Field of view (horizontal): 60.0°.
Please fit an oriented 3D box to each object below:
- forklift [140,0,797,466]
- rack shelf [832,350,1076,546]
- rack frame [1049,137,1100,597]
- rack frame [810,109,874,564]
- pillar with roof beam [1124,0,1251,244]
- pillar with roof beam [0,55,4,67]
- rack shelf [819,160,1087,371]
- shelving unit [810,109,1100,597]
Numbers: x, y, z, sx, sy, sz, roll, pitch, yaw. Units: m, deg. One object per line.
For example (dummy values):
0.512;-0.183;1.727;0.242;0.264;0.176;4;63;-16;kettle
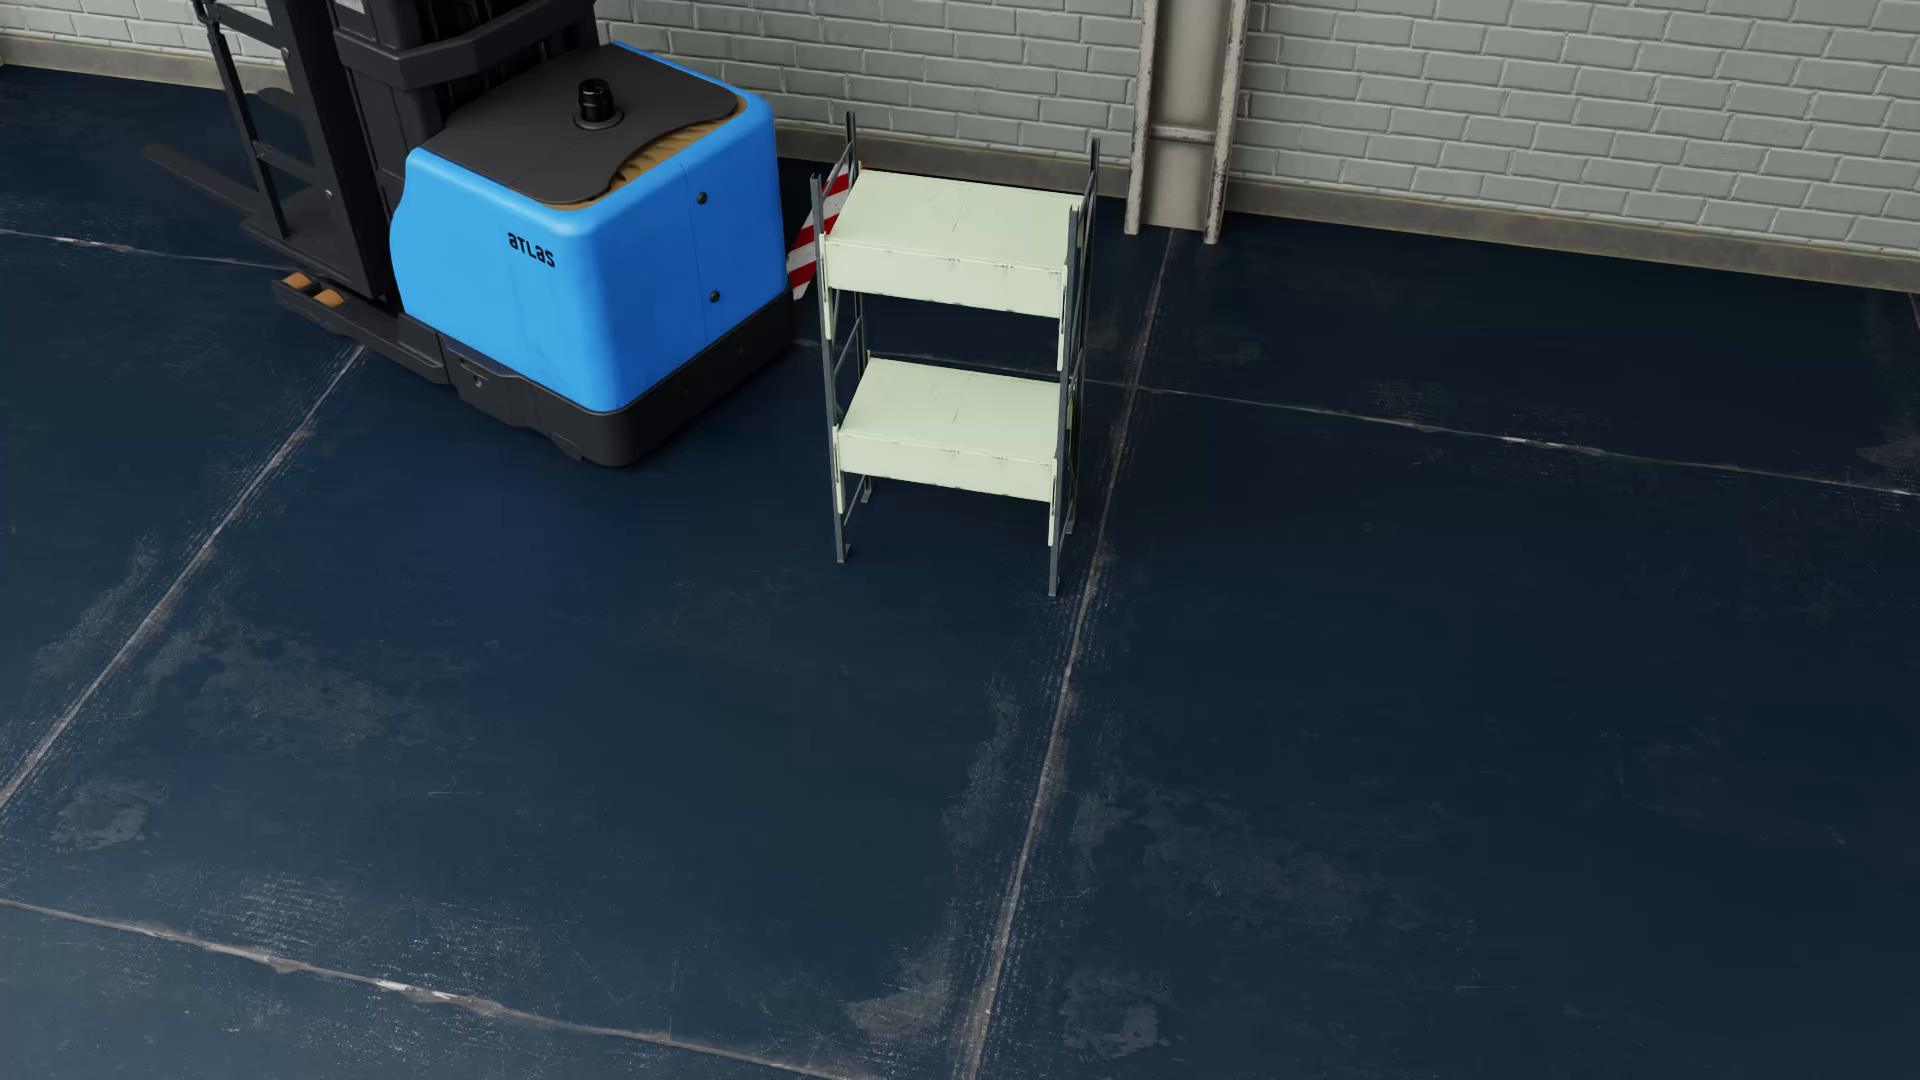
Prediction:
-2.127;-2.149;5.869;3.031;2.935;1.130;27;50;25;forklift
-0.007;-0.306;5.457;0.720;0.370;0.431;9;45;9;rack shelf
0.351;-0.486;5.173;0.023;1.500;0.400;9;45;9;rack frame
-0.364;-0.597;5.289;0.023;1.500;0.400;9;45;9;rack frame
-0.011;-1.716;1.044;0.400;9.000;9.100;9;45;9;pillar with roof beam
-5.866;-2.625;1.988;0.400;9.000;9.100;9;45;9;pillar with roof beam
-0.007;-0.823;4.960;0.720;0.370;0.431;9;45;9;rack shelf
-0.007;-0.541;5.231;0.755;1.500;0.431;9;45;9;shelving unit
